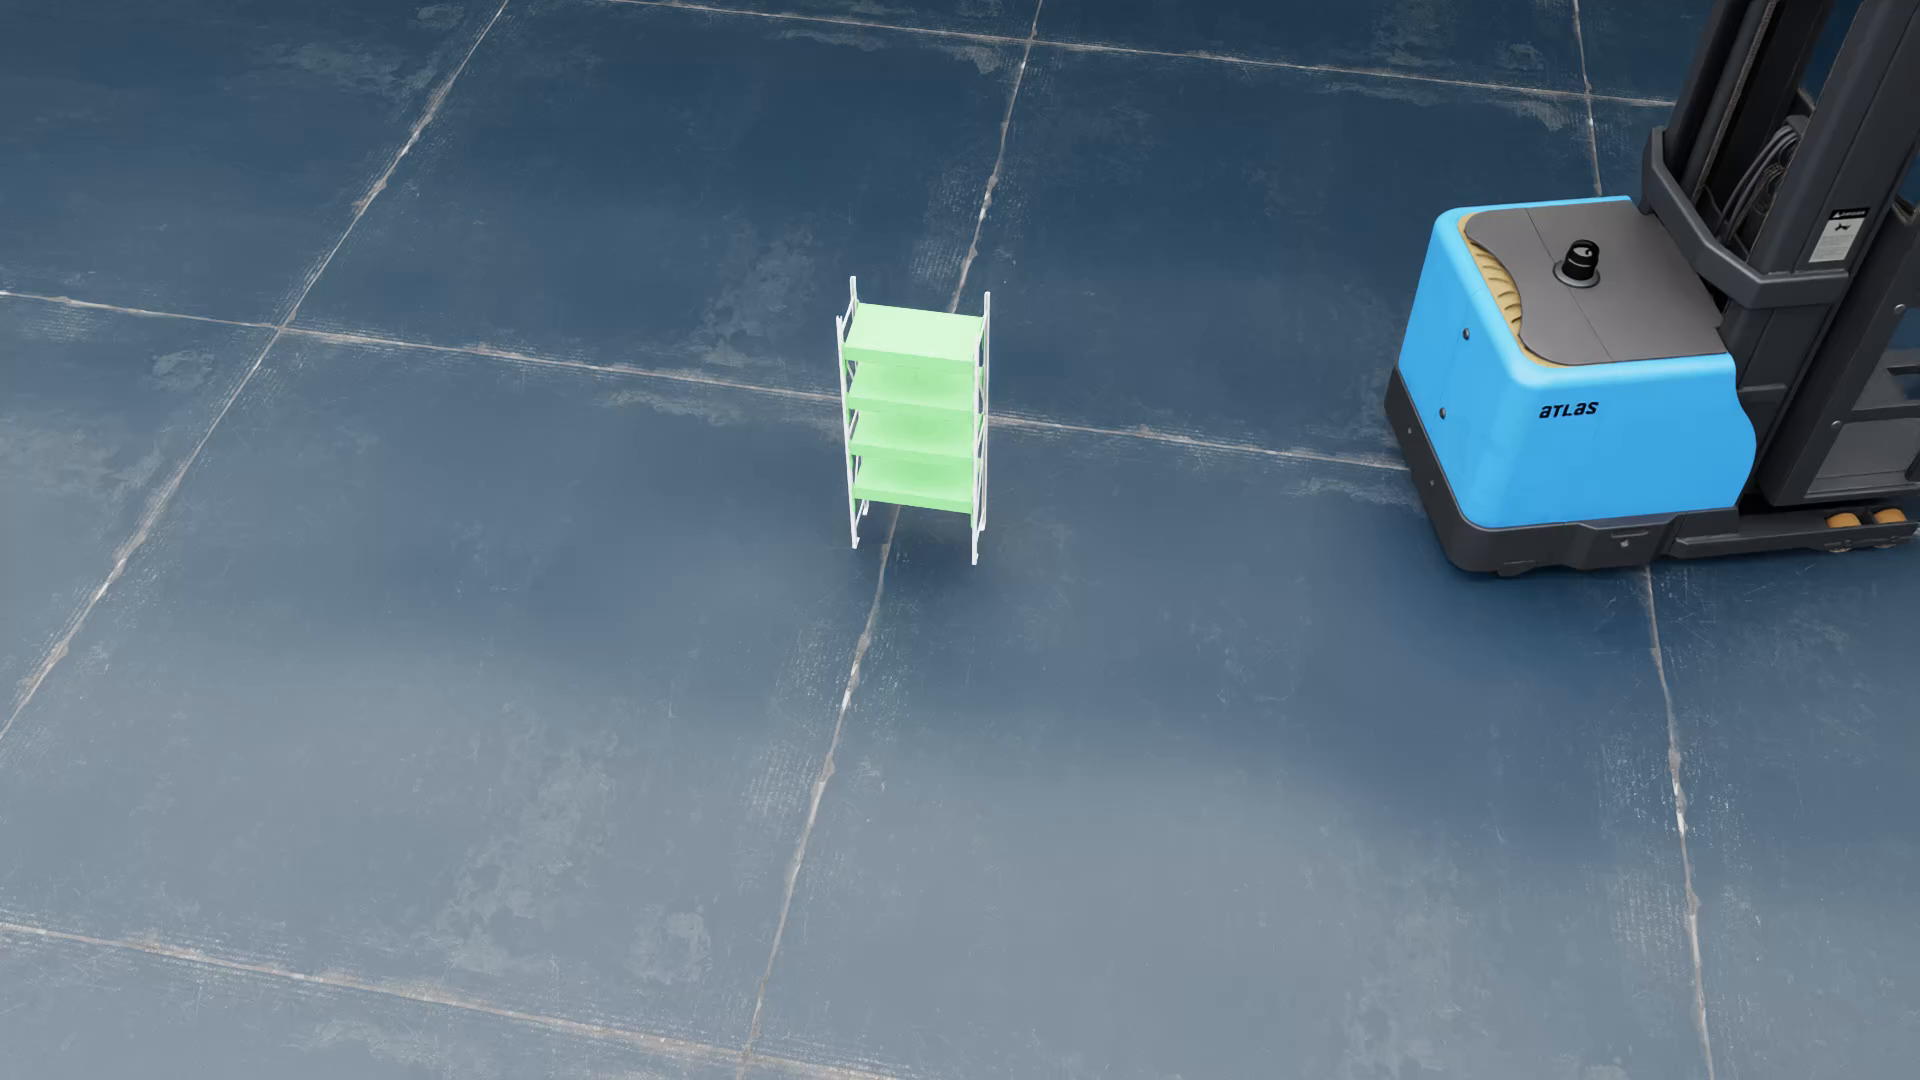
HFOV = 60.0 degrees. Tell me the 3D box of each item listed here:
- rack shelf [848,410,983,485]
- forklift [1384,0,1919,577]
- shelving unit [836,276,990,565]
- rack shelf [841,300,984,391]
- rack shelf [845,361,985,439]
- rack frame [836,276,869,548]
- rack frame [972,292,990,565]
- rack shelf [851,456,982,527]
[{"bbox_3d":[-0.163,-0.380,6.343,0.480,0.148,0.258,8,49,7],"label":"rack shelf"},{"bbox_3d":[3.375,-1.318,5.936,3.031,2.935,1.130,-5,48,-5],"label":"forklift"},{"bbox_3d":[-0.163,-0.423,6.295,0.503,1.200,0.258,8,49,7],"label":"shelving unit"},{"bbox_3d":[-0.163,-0.701,5.986,0.480,0.148,0.258,8,49,7],"label":"rack shelf"},{"bbox_3d":[-0.163,-0.541,6.164,0.480,0.148,0.258,8,49,7],"label":"rack shelf"},{"bbox_3d":[-0.403,-0.455,6.324,0.015,1.200,0.240,8,49,7],"label":"rack frame"},{"bbox_3d":[0.077,-0.391,6.266,0.015,1.200,0.240,8,49,7],"label":"rack frame"},{"bbox_3d":[-0.163,-0.220,6.521,0.480,0.148,0.258,8,49,7],"label":"rack shelf"}]
